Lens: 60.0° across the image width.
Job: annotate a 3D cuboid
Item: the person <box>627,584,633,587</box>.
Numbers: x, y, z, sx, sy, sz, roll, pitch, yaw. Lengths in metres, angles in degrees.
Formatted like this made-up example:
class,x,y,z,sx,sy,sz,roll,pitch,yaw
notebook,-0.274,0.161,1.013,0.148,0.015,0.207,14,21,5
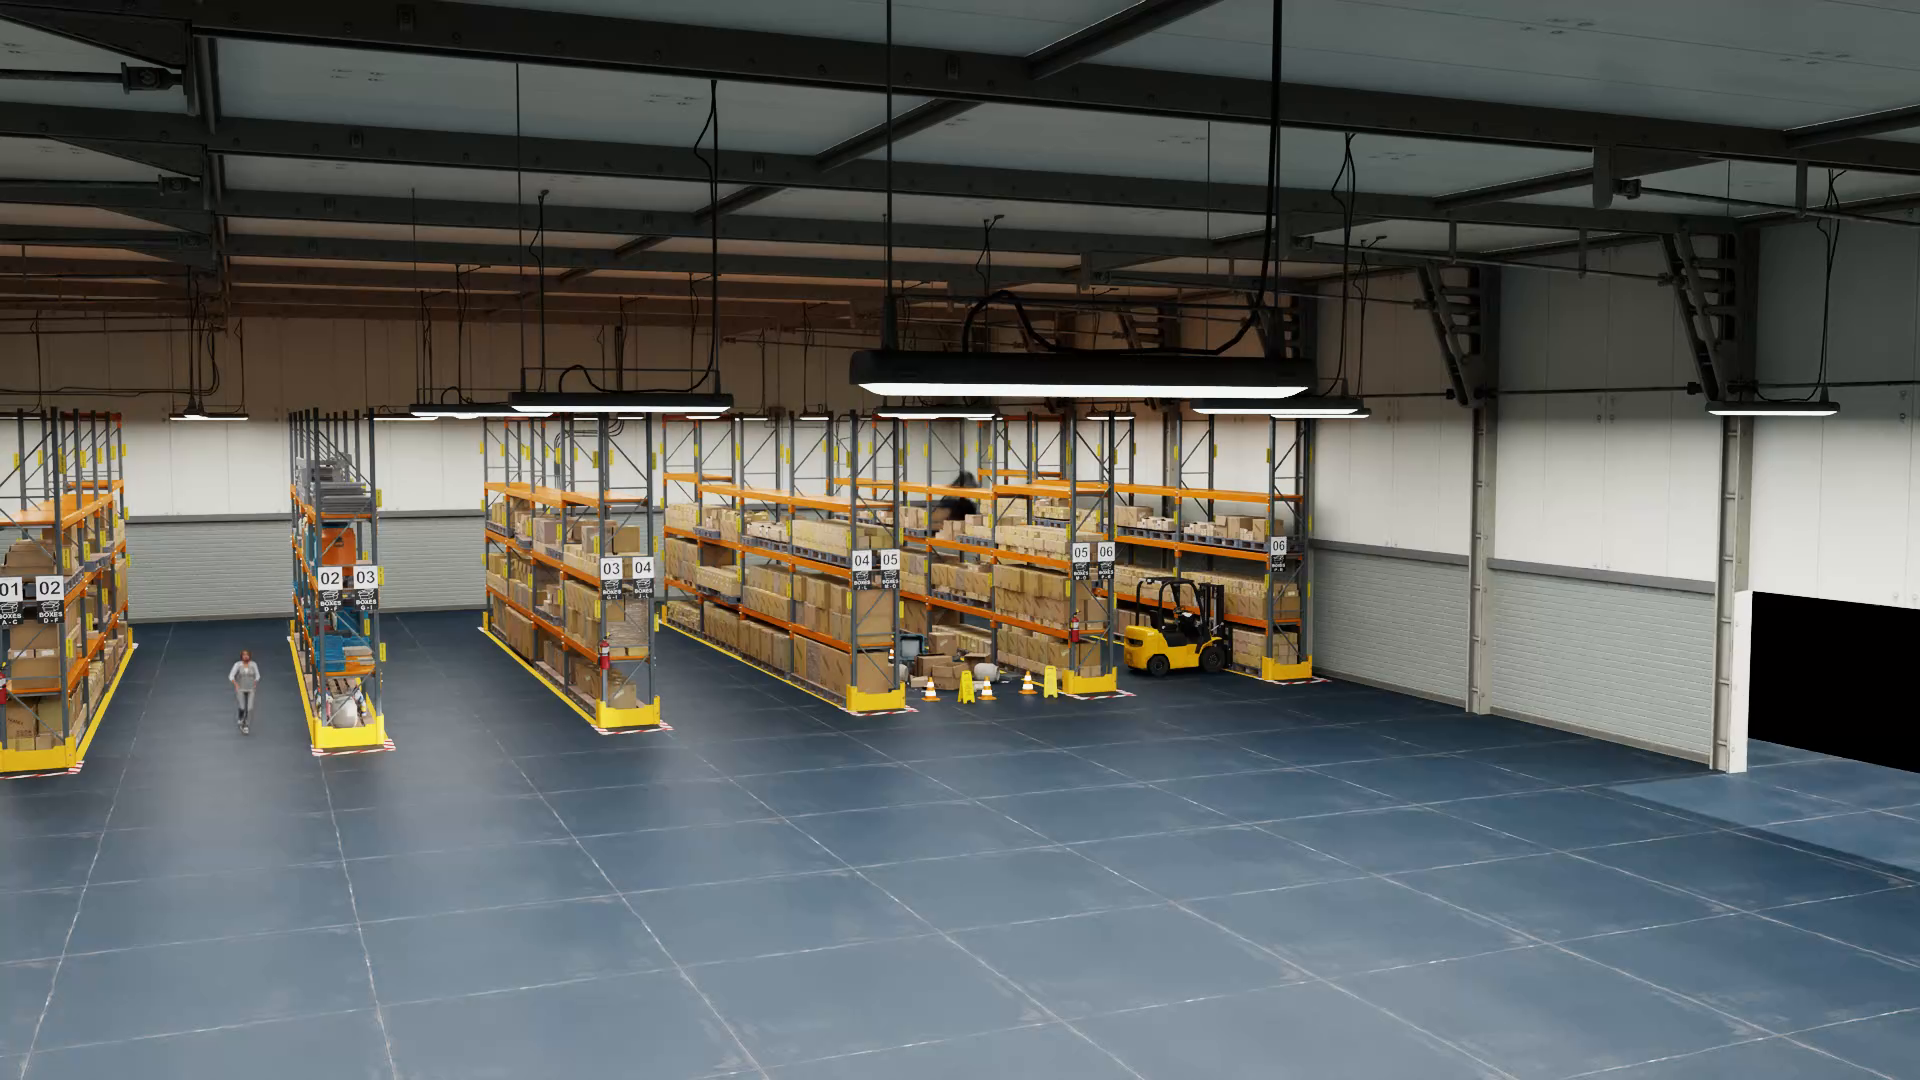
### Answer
class,x,y,z,sx,sy,sz,roll,pitch,yaw
person,-9.260,1.686,46.355,0.598,1.604,0.569,0,4,-5

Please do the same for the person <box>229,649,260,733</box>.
class,x,y,z,sx,sy,sz,roll,pitch,yaw
person,-13.180,2.793,30.683,0.518,1.554,0.526,-2,5,-31

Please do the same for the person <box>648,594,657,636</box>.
class,x,y,z,sx,sy,sz,roll,pitch,yaw
person,-7.886,1.948,41.792,0.633,1.738,0.726,-3,5,-38
